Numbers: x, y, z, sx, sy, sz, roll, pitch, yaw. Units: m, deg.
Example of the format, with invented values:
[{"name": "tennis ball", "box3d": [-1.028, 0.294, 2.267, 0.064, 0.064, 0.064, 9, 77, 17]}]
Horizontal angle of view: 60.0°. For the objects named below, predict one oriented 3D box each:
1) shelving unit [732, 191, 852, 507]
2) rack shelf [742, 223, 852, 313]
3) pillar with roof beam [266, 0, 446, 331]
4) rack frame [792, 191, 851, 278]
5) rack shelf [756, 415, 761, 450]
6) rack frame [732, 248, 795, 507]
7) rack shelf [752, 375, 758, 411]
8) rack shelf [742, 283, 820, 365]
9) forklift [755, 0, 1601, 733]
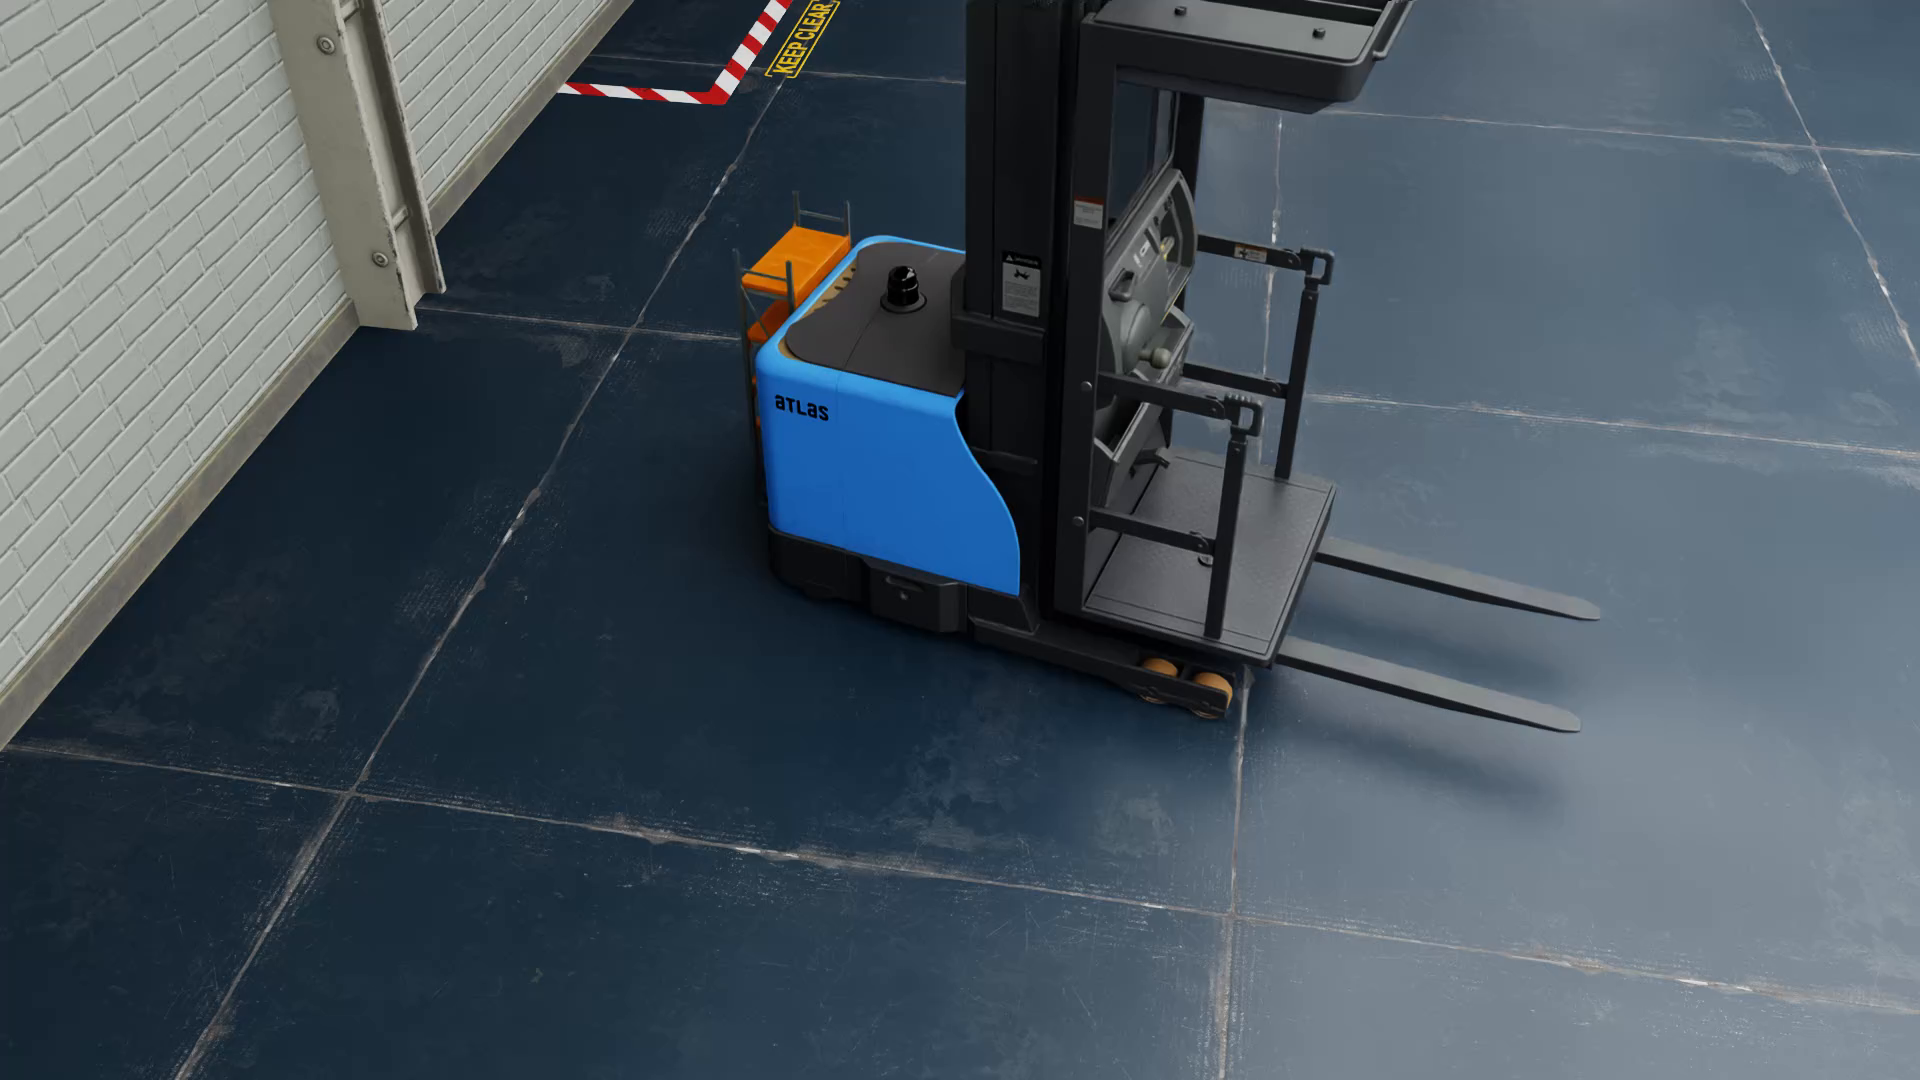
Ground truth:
[{"name": "shelving unit", "box3d": [-0.637, -0.731, 6.692, 0.258, 1.200, 0.503, 15, 42, 17]}, {"name": "rack shelf", "box3d": [-0.637, -1.034, 6.442, 0.258, 0.148, 0.480, 15, 42, 17]}, {"name": "pillar with roof beam", "box3d": [1.504, -4.138, 4.693, 9.100, 9.000, 0.400, 6, 40, 8]}, {"name": "rack frame", "box3d": [-0.543, -0.874, 6.866, 0.240, 1.200, 0.015, 15, 42, 17]}, {"name": "rack shelf", "box3d": [-0.637, -0.526, 6.862, 0.258, 0.148, 0.480, 15, 42, 17]}, {"name": "rack frame", "box3d": [-0.730, -0.587, 6.518, 0.240, 1.200, 0.015, 15, 42, 17]}, {"name": "rack shelf", "box3d": [-0.637, -0.679, 6.735, 0.258, 0.148, 0.480, 15, 42, 17]}, {"name": "rack shelf", "box3d": [-0.637, -0.851, 6.593, 0.258, 0.148, 0.480, 15, 42, 17]}, {"name": "forklift", "box3d": [0.824, -0.876, 5.509, 3.031, 2.935, 1.130, 15, 42, 17]}]
